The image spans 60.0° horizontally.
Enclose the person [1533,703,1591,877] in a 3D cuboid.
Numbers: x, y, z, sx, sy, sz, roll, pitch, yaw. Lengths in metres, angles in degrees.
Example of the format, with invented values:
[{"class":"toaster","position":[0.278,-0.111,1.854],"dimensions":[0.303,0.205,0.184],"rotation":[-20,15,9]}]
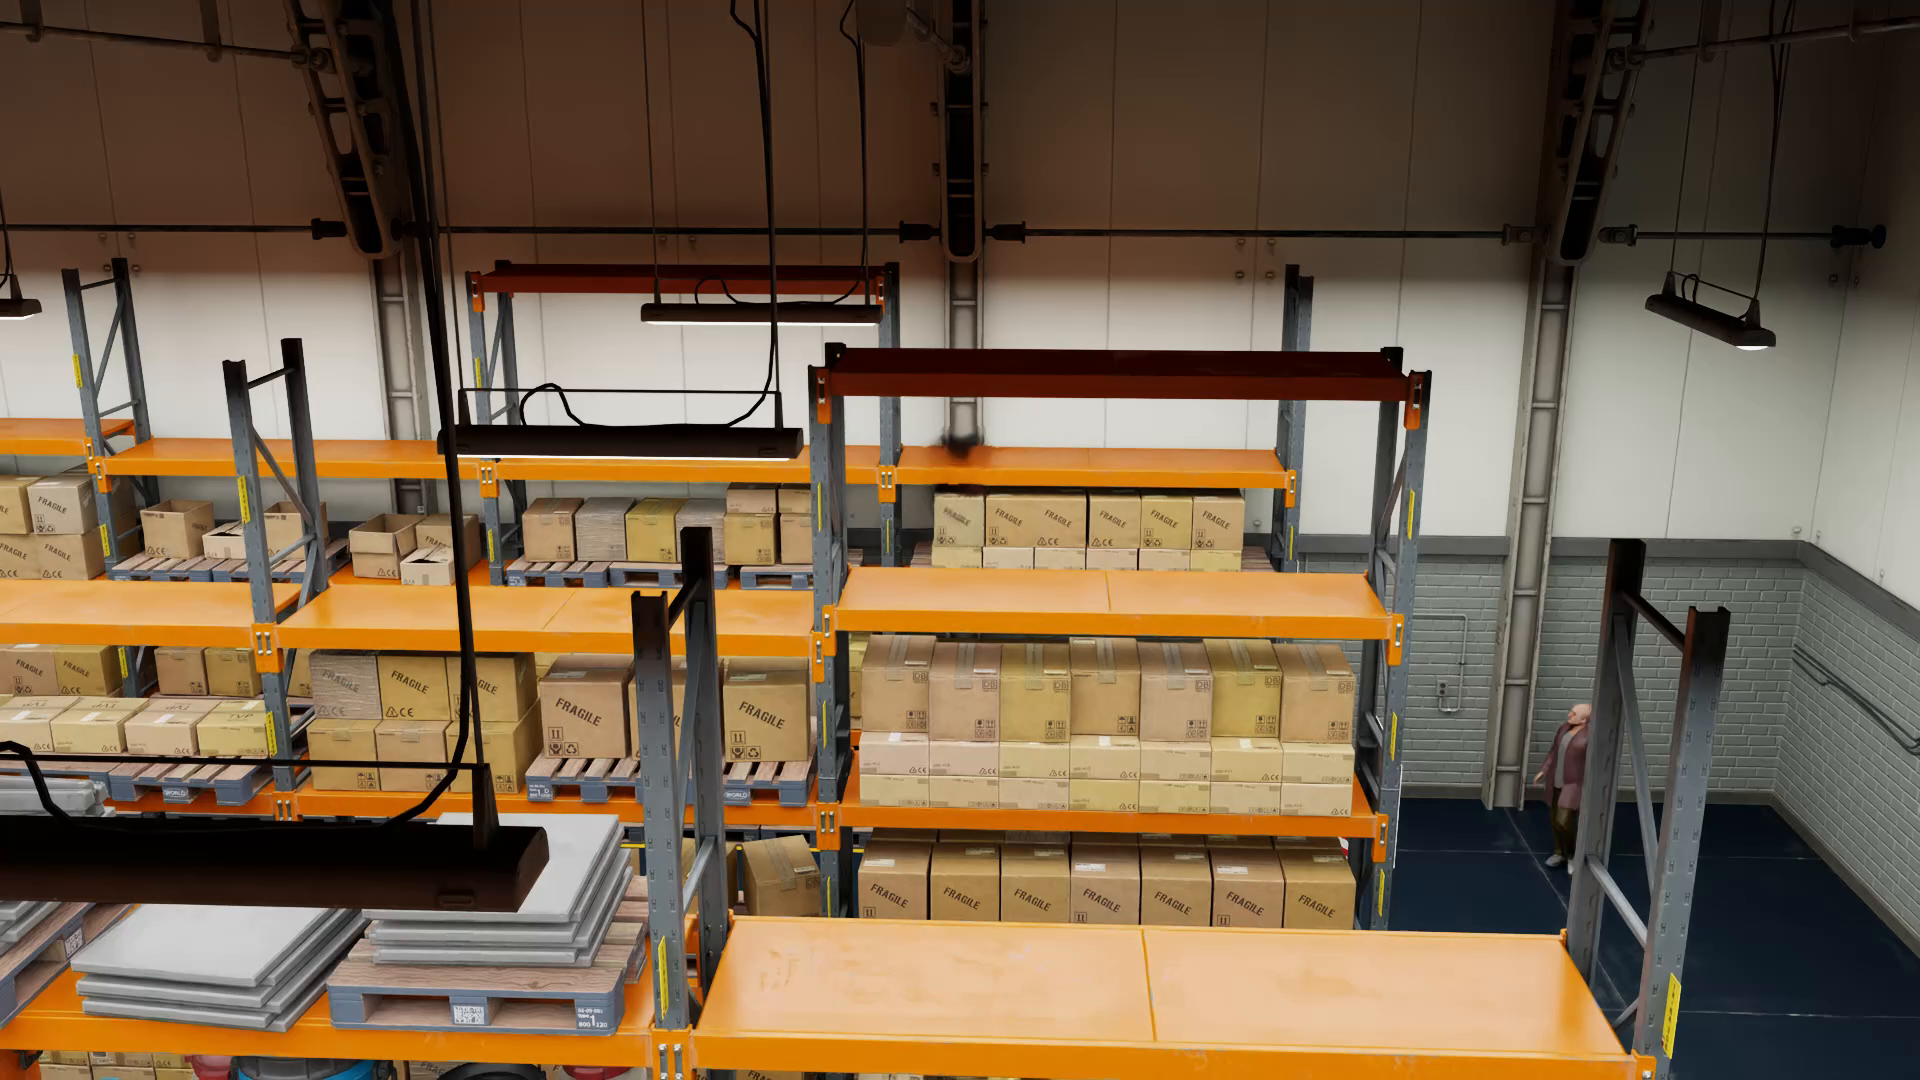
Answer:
[{"class":"person","position":[6.108,2.490,16.805],"dimensions":[0.507,1.774,0.645],"rotation":[-10,19,-30]}]
